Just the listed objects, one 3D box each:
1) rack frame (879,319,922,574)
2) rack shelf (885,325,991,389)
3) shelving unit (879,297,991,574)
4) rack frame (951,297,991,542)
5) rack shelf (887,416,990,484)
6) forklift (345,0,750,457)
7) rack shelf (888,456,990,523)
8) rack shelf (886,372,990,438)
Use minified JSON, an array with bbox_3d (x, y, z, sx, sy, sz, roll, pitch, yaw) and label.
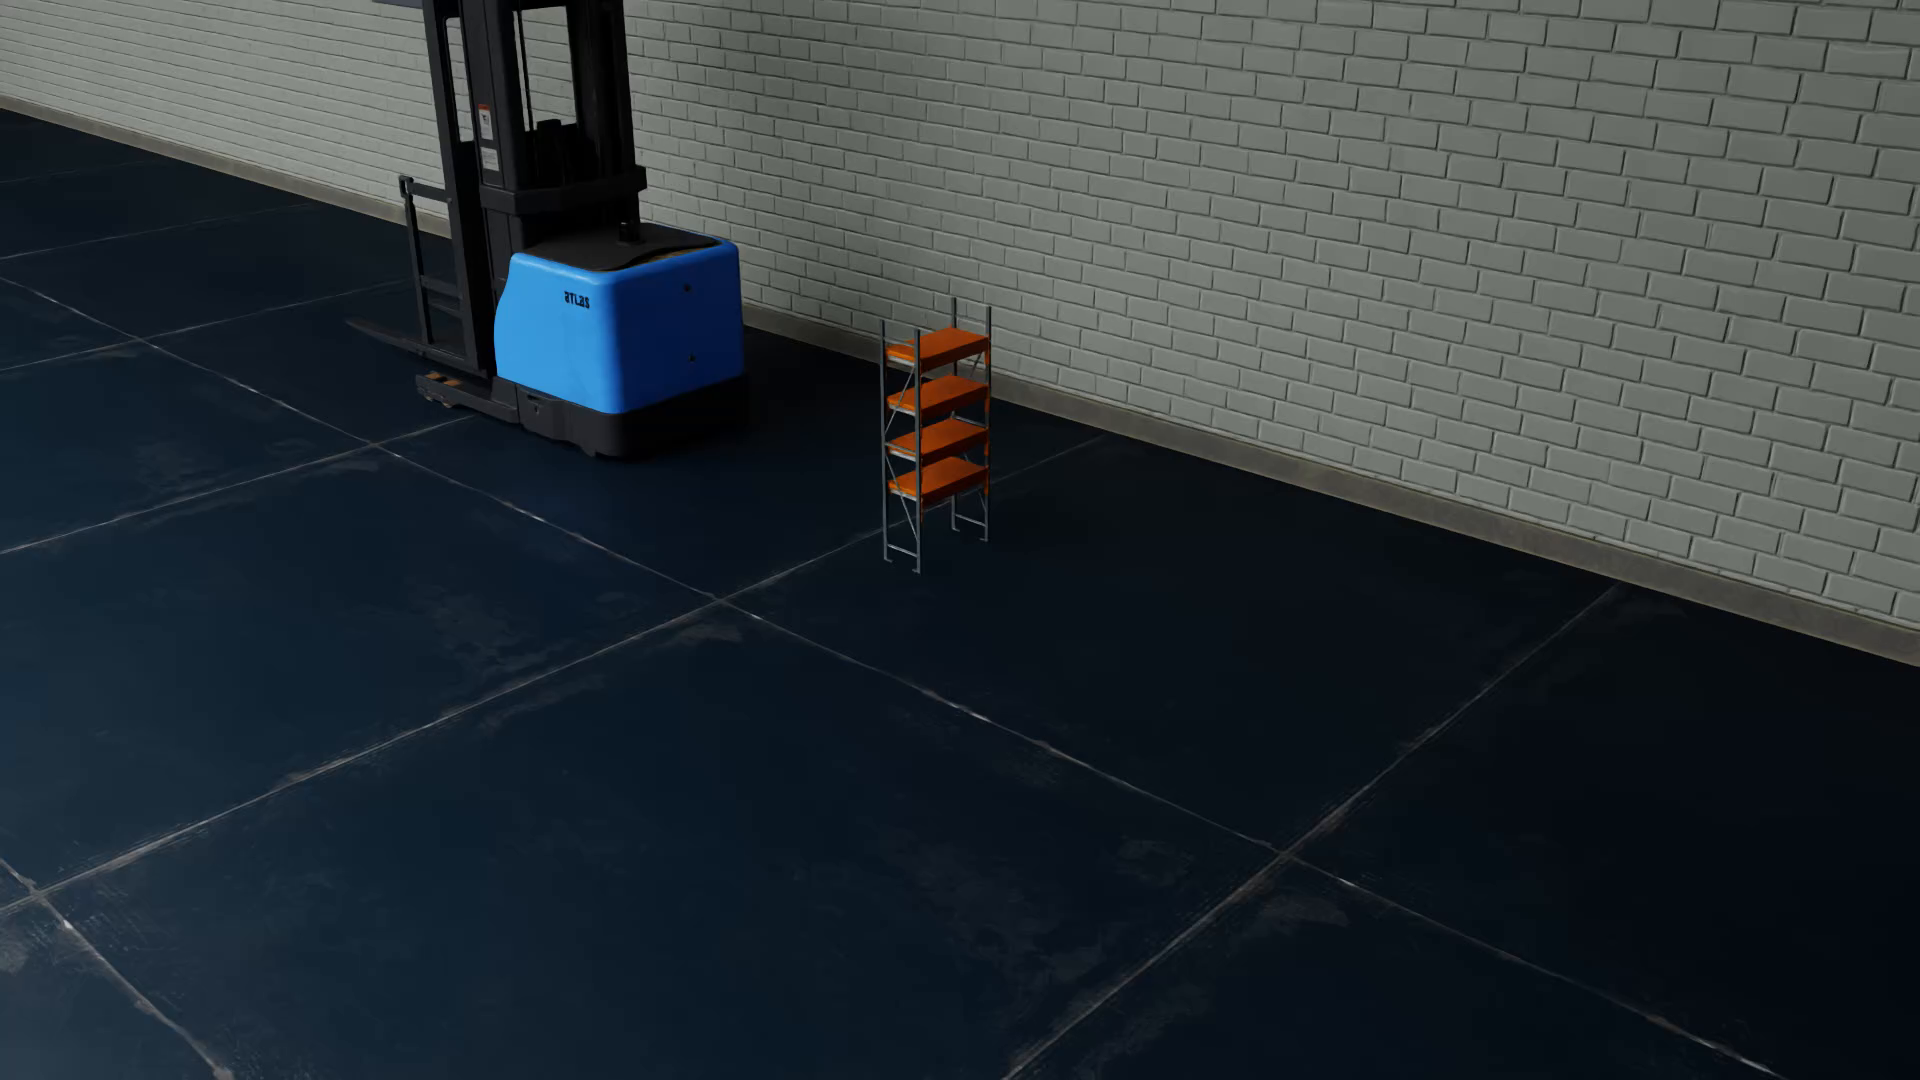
[{"bbox_3d":[-0.273,-0.423,7.726,0.240,1.200,0.015,20,31,38],"label":"rack frame"},{"bbox_3d":[-0.111,-0.856,7.731,0.258,0.148,0.480,20,31,38],"label":"rack shelf"},{"bbox_3d":[-0.110,-0.497,7.892,0.258,1.200,0.503,20,31,38],"label":"shelving unit"},{"bbox_3d":[0.052,-0.571,8.058,0.240,1.200,0.015,20,31,38],"label":"rack frame"},{"bbox_3d":[-0.110,-0.436,7.920,0.258,0.148,0.480,20,31,38],"label":"rack shelf"},{"bbox_3d":[-2.679,-2.279,9.750,3.031,2.935,1.130,19,31,36],"label":"forklift"},{"bbox_3d":[-0.110,-0.254,8.001,0.258,0.148,0.480,20,31,38],"label":"rack shelf"},{"bbox_3d":[-0.111,-0.640,7.828,0.258,0.148,0.480,20,31,38],"label":"rack shelf"}]
